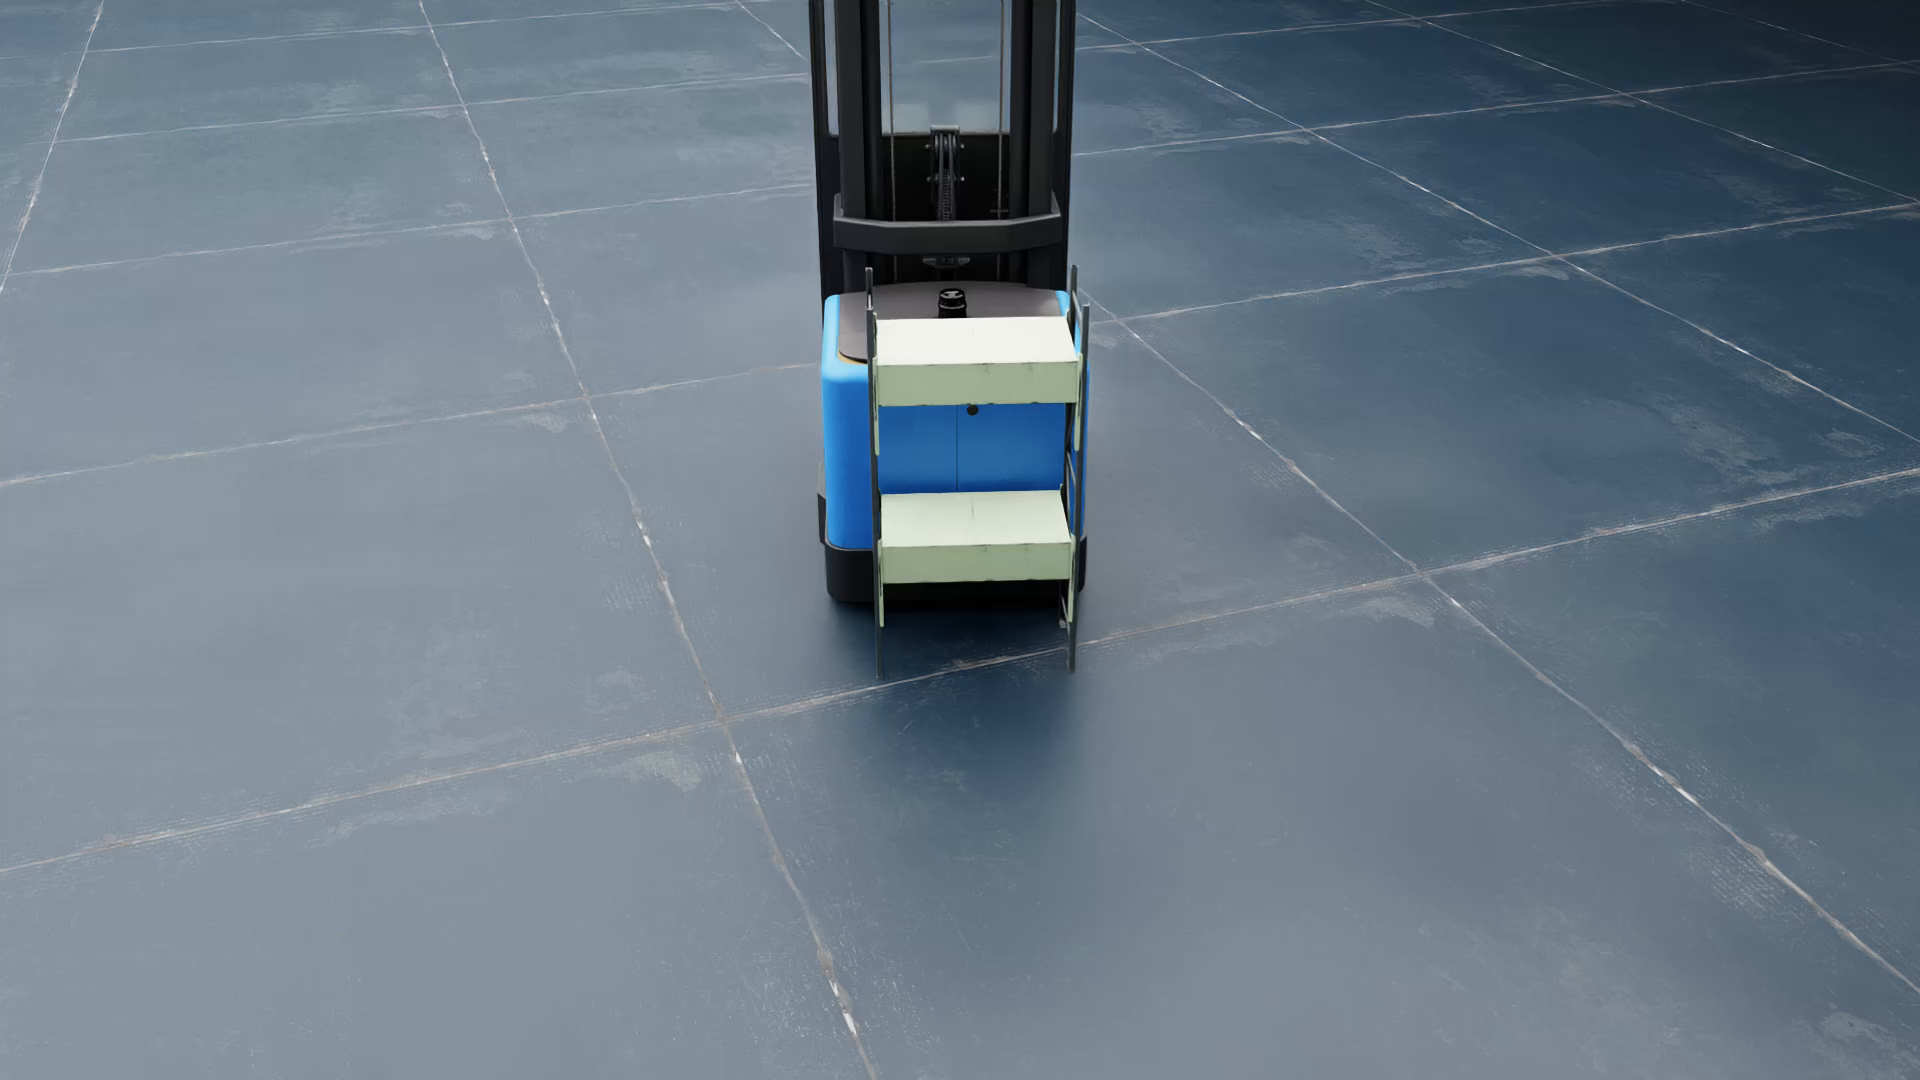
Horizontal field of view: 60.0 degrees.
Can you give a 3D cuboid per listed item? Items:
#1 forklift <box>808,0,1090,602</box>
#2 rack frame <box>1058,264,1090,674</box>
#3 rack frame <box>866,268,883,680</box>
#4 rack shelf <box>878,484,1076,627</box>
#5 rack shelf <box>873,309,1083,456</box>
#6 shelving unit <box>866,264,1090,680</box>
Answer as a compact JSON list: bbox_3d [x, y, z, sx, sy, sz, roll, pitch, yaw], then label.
[{"bbox_3d":[-0.085,-1.720,7.308,1.130,2.935,3.031,-1,30,-2],"label":"forklift"},{"bbox_3d":[0.417,-0.238,6.152,0.023,1.500,0.400,-1,30,-2],"label":"rack frame"},{"bbox_3d":[-0.314,-0.220,6.120,0.023,1.500,0.400,-1,30,-2],"label":"rack frame"},{"bbox_3d":[0.051,0.054,6.298,0.720,0.370,0.431,-1,30,-2],"label":"rack shelf"},{"bbox_3d":[0.051,-0.568,5.943,0.720,0.370,0.431,-1,30,-2],"label":"rack shelf"},{"bbox_3d":[0.051,-0.229,6.136,0.755,1.500,0.431,-1,30,-2],"label":"shelving unit"}]
